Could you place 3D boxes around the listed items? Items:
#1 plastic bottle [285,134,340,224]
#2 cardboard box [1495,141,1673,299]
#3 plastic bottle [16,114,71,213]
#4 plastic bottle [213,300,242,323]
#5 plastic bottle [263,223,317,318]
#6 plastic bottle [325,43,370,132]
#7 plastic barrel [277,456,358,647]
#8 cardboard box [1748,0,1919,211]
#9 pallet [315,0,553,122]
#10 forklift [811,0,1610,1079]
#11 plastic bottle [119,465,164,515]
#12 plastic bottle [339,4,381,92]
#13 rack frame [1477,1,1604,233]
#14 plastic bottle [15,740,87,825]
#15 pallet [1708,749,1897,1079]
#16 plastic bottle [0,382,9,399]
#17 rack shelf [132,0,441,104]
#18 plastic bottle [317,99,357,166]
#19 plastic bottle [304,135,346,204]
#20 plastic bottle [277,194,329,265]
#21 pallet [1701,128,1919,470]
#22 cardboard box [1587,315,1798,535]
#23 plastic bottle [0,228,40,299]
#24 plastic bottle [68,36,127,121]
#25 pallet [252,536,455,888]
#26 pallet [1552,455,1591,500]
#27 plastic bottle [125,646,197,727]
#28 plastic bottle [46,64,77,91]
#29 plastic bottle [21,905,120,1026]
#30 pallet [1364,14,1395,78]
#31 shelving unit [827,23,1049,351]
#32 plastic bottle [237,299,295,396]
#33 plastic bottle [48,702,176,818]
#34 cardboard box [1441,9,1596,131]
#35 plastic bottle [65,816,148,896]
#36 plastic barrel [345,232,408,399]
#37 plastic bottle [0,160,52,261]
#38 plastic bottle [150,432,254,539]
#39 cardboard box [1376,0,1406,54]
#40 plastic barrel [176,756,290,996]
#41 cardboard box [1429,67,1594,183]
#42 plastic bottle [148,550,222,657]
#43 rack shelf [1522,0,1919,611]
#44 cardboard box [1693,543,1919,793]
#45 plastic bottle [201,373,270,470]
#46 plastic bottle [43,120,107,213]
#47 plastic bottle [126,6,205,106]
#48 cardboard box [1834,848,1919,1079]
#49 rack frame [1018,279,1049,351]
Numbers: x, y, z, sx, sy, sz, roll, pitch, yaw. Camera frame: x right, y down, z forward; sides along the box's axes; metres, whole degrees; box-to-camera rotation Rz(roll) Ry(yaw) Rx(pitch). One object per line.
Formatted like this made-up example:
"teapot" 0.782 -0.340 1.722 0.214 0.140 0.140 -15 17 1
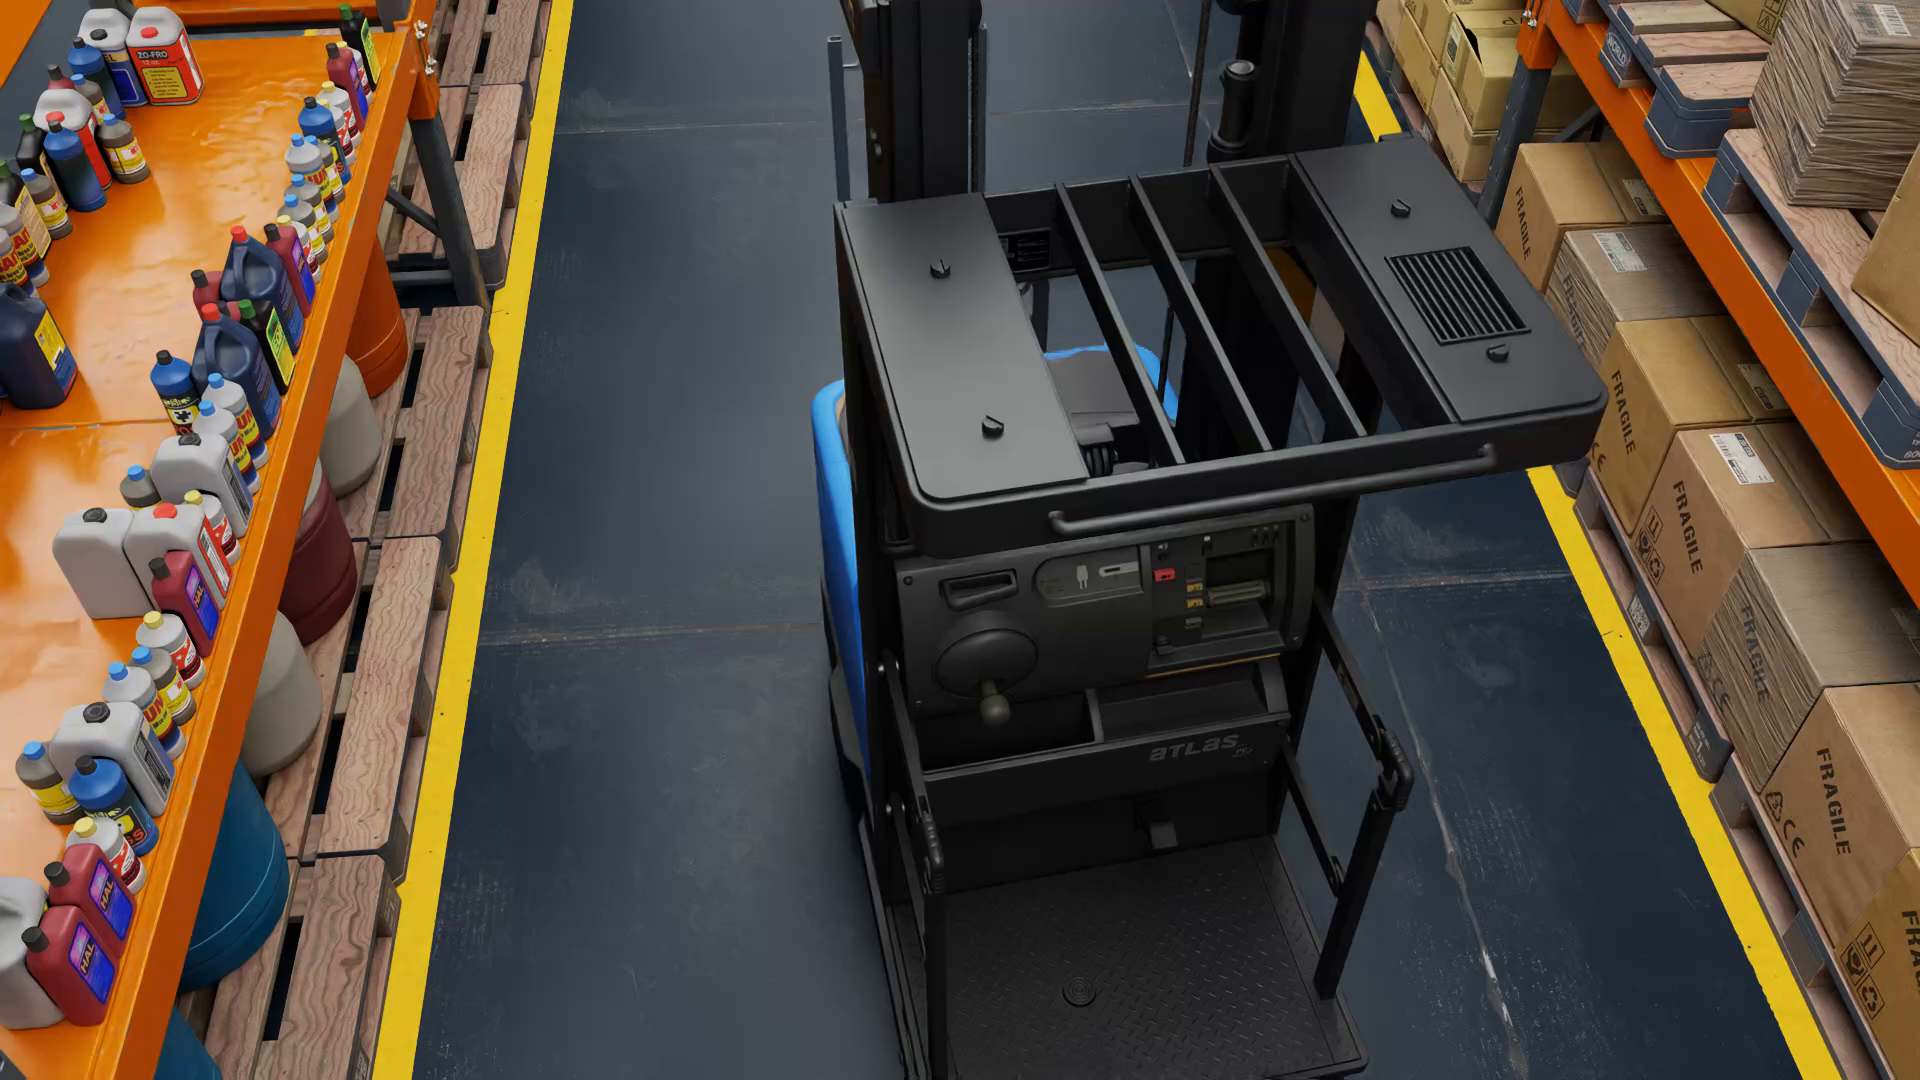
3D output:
"plastic bottle" -1.858 -1.036 4.754 0.097 0.271 0.097 0 47 0
"cardboard box" 2.329 -1.124 6.167 0.500 0.500 0.500 -2 47 -2
"plastic bottle" -2.642 -1.073 4.781 0.061 0.283 0.133 -3 47 -3
"plastic bottle" -1.840 -0.513 4.250 0.061 0.283 0.133 -3 47 -3
"plastic bottle" -1.806 -0.747 4.472 0.061 0.283 0.133 -3 47 -3
"plastic bottle" -1.882 -1.407 5.097 0.061 0.283 0.133 -3 47 -3
"plastic barrel" -2.208 -0.026 5.080 0.600 0.588 0.708 -3 47 -3
"cardboard box" 2.627 -1.236 4.496 0.700 0.500 0.500 4 47 4
"pallet" -2.486 -2.365 7.845 1.003 0.211 1.213 -3 47 -3
"forklift" 0.373 0.258 3.487 1.130 2.935 3.031 -9 47 -8
"plastic bottle" -1.904 -0.093 3.909 0.097 0.201 0.097 0 47 0
"plastic bottle" -1.901 -1.574 5.255 0.061 0.283 0.133 -3 47 -3
"rack frame" 2.576 -2.179 5.748 1.000 3.000 0.127 -3 47 -3
"plastic bottle" -1.838 0.480 3.366 0.097 0.201 0.097 0 47 0
"pallet" 2.805 1.088 4.574 1.003 0.211 1.213 -3 47 -3
"plastic bottle" -2.530 -0.502 4.245 0.152 0.276 0.135 -3 47 -3
"rack shelf" -2.528 -3.080 7.097 1.077 0.370 4.000 -3 47 -3
"plastic bottle" -1.883 -1.223 4.980 0.097 0.201 0.097 0 47 0
"plastic bottle" -1.866 -1.083 4.846 0.097 0.201 0.097 0 47 0
"plastic bottle" -1.842 -0.871 4.646 0.097 0.201 0.097 0 47 0
"pallet" 2.743 -0.706 4.485 1.003 0.211 1.213 -3 47 -3
"cardboard box" 2.416 -0.382 5.465 0.500 0.500 0.500 -4 47 -4
"plastic bottle" -2.587 -0.749 4.482 0.097 0.271 0.097 0 47 0
"plastic bottle" -2.664 -1.418 5.116 0.097 0.271 0.097 0 47 0
"pallet" -2.154 0.527 5.106 1.003 0.211 1.213 -3 47 -3
"pallet" 2.601 -0.678 6.246 1.003 0.211 1.213 -3 47 -3
"plastic bottle" -1.706 0.303 3.534 0.097 0.201 0.097 0 47 0
"plastic bottle" -2.664 -1.267 4.964 0.061 0.283 0.133 -3 47 -3
"plastic bottle" -1.631 0.762 3.042 0.061 0.283 0.133 -3 47 -3
"pallet" 2.447 -2.699 8.160 1.003 0.211 1.213 -3 47 -3
"shelving unit" -0.081 -0.702 5.382 0.538 1.500 1.048 -7 47 -6
"plastic bottle" -1.779 -0.516 4.254 0.061 0.283 0.133 -3 47 -3
"plastic bottle" -1.715 0.433 3.359 0.152 0.276 0.135 -3 47 -3
"cardboard box" 2.287 -1.935 6.735 0.500 0.311 0.500 -2 47 -2
"plastic bottle" -1.670 0.612 3.242 0.097 0.201 0.097 0 47 0
"plastic barrel" -2.303 -0.926 5.766 0.600 0.830 0.708 -3 47 -3
"plastic bottle" -2.623 -0.906 4.623 0.061 0.283 0.133 -3 47 -3
"plastic bottle" -1.782 -0.140 3.902 0.152 0.276 0.135 -3 47 -3
"cardboard box" 2.203 -2.480 7.638 0.500 0.250 0.500 -3 47 -2
"plastic barrel" -2.113 0.684 4.193 0.600 0.901 0.708 -3 47 -3
"cardboard box" 2.289 -1.744 6.940 0.500 0.250 0.500 -2 47 -2
"plastic bottle" -1.706 0.120 3.651 0.061 0.283 0.133 -3 47 -3
"rack shelf" 2.743 -0.484 4.638 1.077 0.370 4.000 -3 47 -3
"cardboard box" 2.509 0.363 4.759 0.500 0.500 0.500 -3 47 -3
"plastic bottle" -1.772 -0.294 4.051 0.097 0.271 0.097 0 47 0
"plastic bottle" -2.565 -1.087 4.802 0.097 0.271 0.097 0 47 0
"plastic bottle" -2.495 -1.514 5.204 0.152 0.276 0.135 -3 47 -3
"cardboard box" 2.584 1.084 4.076 0.500 0.500 0.500 -4 47 -4
"rack frame" 0.001 -0.338 5.037 0.500 1.500 0.032 -7 47 -6
